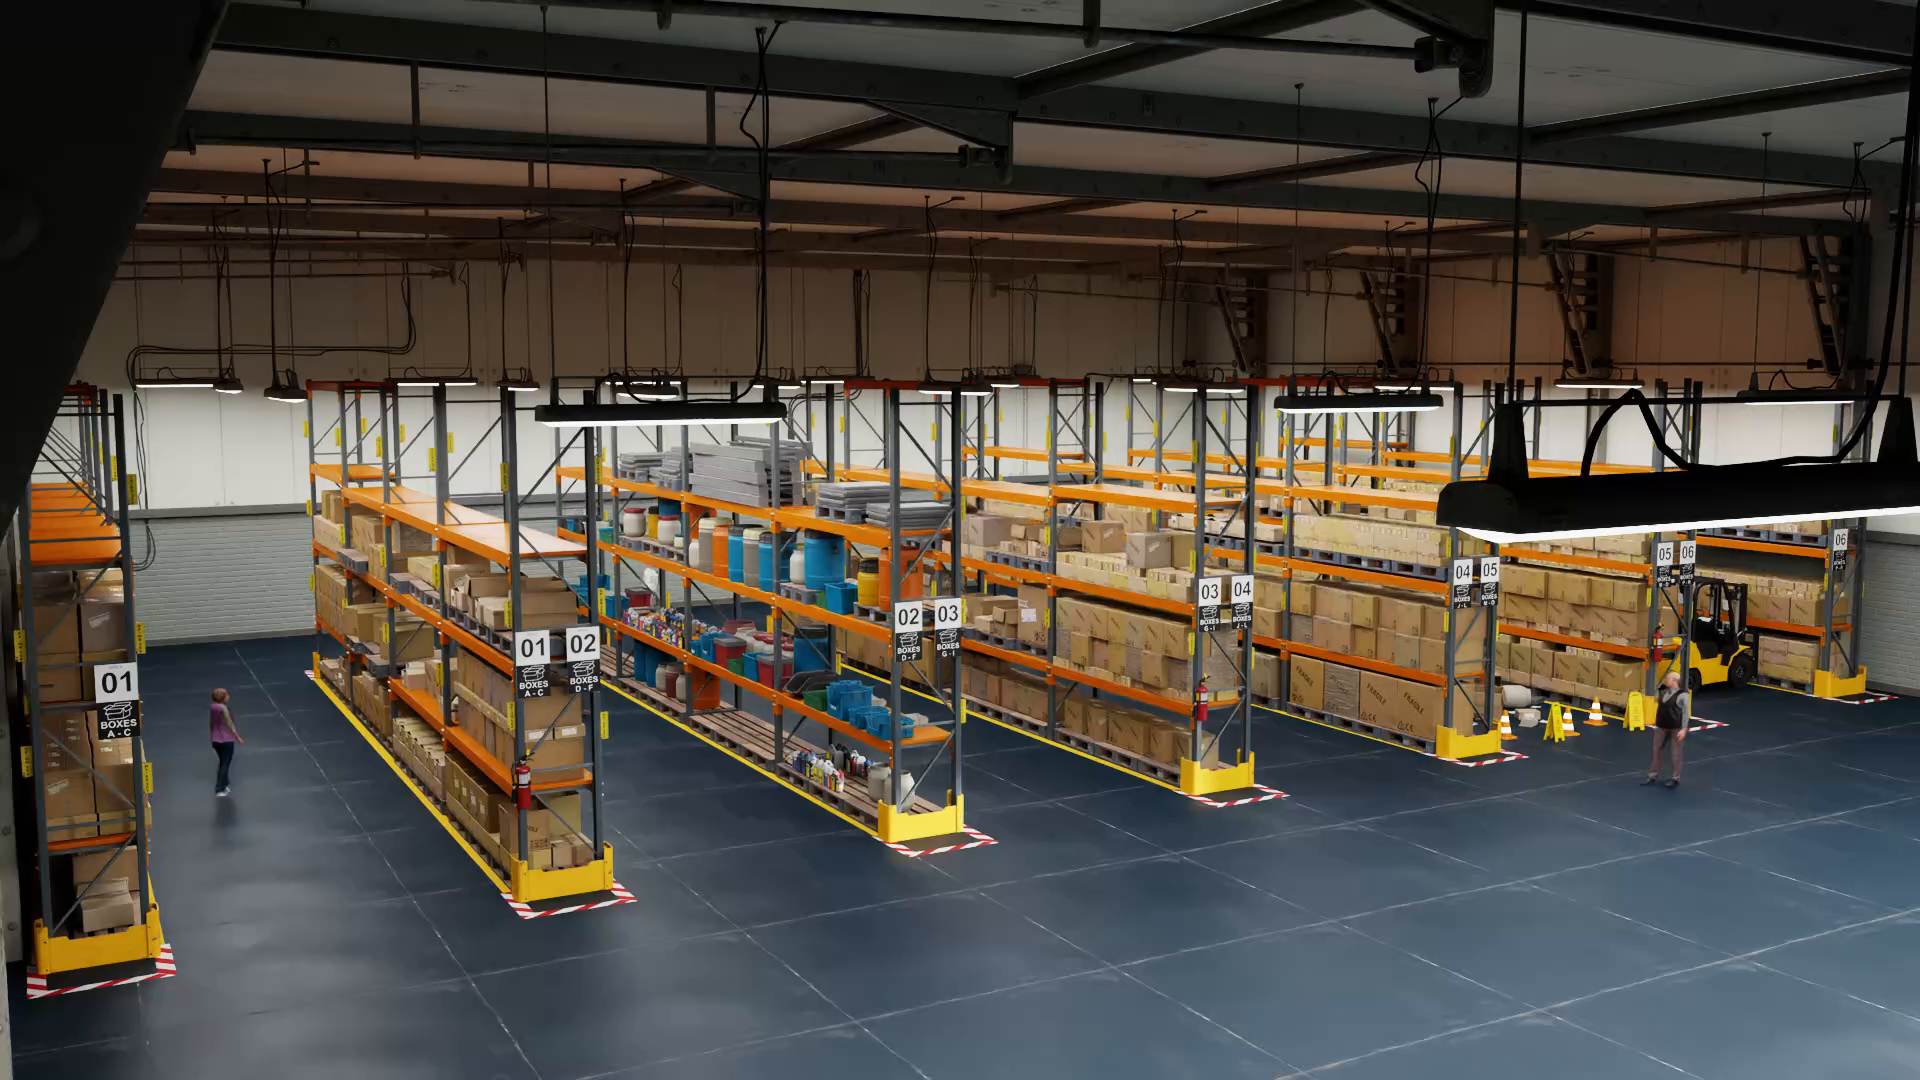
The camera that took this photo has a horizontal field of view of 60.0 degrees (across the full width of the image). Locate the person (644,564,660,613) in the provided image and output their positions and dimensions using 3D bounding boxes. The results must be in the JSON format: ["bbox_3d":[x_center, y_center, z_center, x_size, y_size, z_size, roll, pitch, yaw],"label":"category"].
[{"bbox_3d":[-7.530,1.218,40.300,0.845,1.637,0.531,-1,6,-7],"label":"person"}]

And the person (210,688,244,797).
[{"bbox_3d":[-10.757,2.983,24.339,0.483,1.620,0.581,1,6,10],"label":"person"}]

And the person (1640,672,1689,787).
[{"bbox_3d":[10.564,2.838,24.843,0.551,1.719,0.563,-5,8,-39],"label":"person"}]

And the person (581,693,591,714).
[{"bbox_3d":[-6.907,2.354,30.085,0.420,1.584,0.470,-3,7,-27],"label":"person"}]
